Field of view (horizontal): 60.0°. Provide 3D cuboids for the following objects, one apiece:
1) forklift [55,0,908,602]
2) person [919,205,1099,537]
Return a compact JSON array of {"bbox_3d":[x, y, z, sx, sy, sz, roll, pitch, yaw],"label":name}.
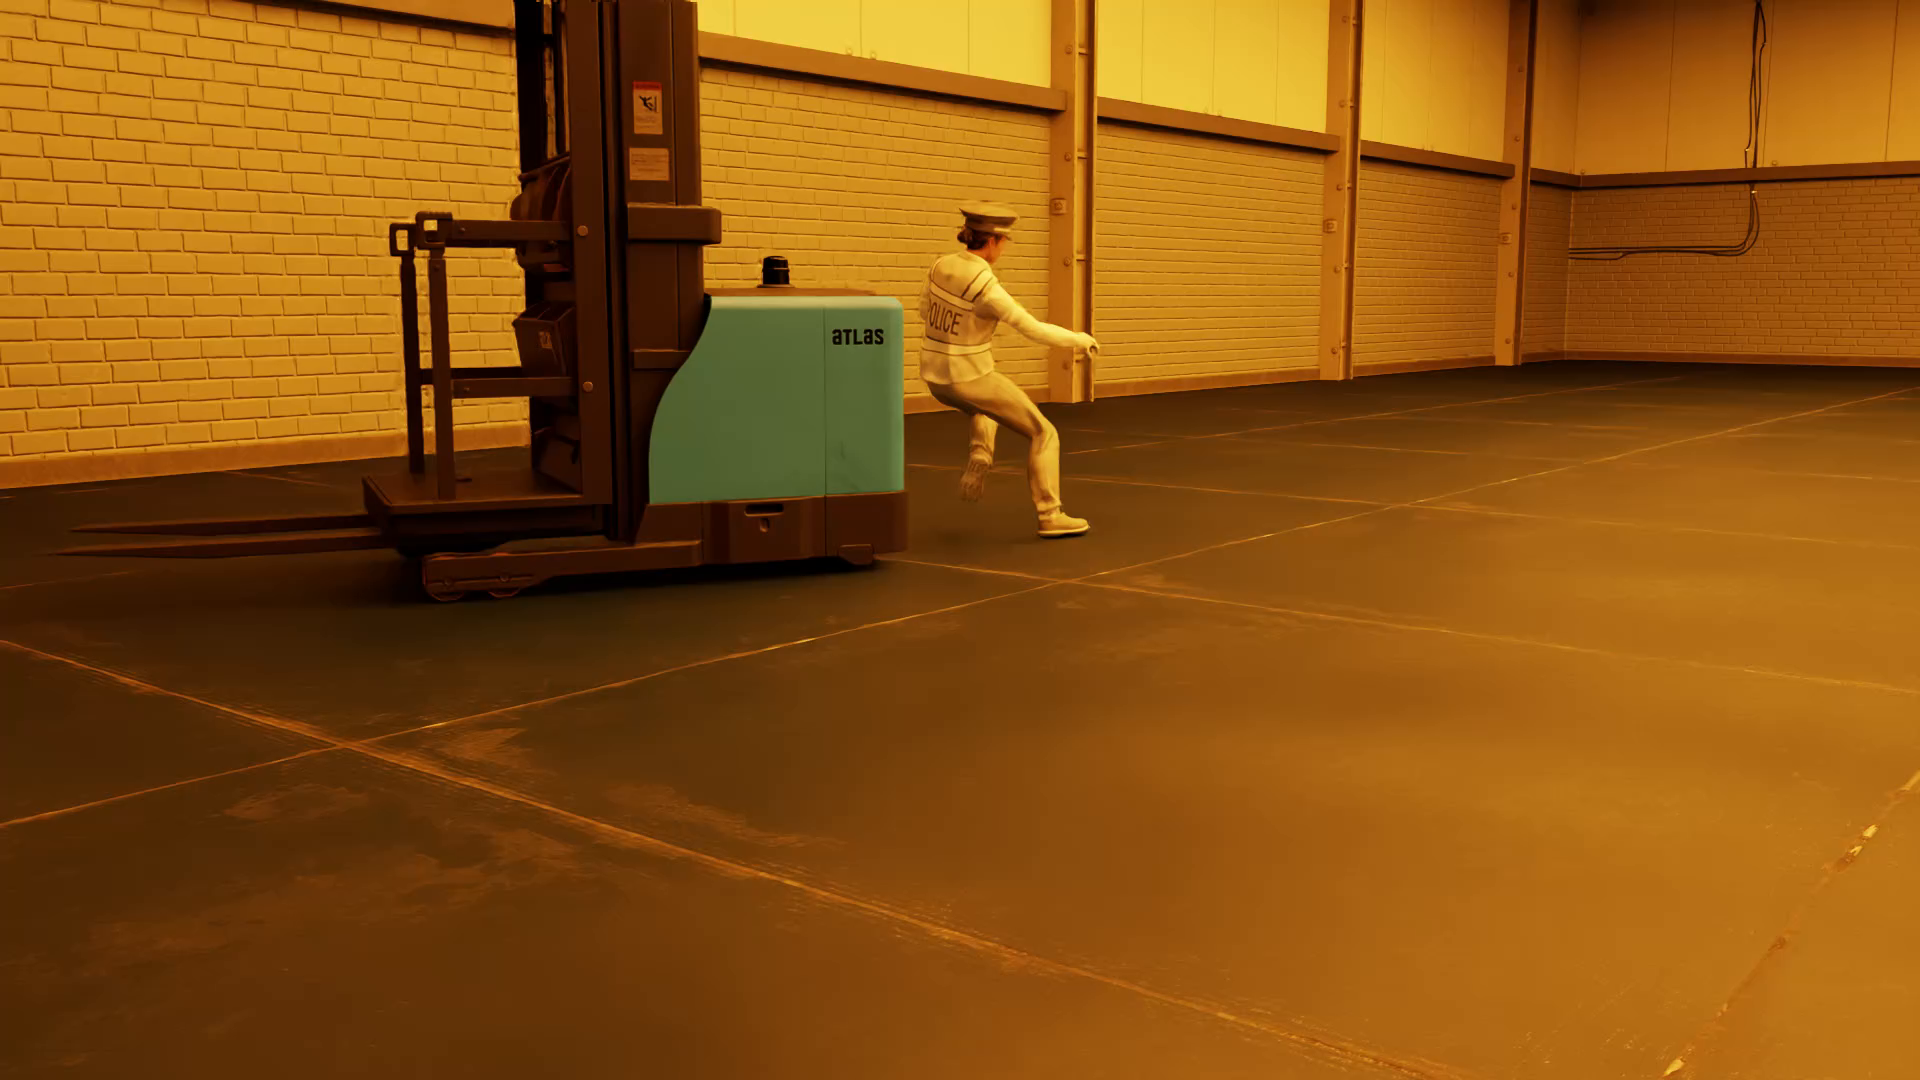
[{"bbox_3d":[-1.772,-1.317,6.281,3.031,2.935,1.130,-4,9,-24],"label":"forklift"},{"bbox_3d":[0.223,-0.786,7.660,0.716,1.471,0.774,-7,11,-38],"label":"person"}]
